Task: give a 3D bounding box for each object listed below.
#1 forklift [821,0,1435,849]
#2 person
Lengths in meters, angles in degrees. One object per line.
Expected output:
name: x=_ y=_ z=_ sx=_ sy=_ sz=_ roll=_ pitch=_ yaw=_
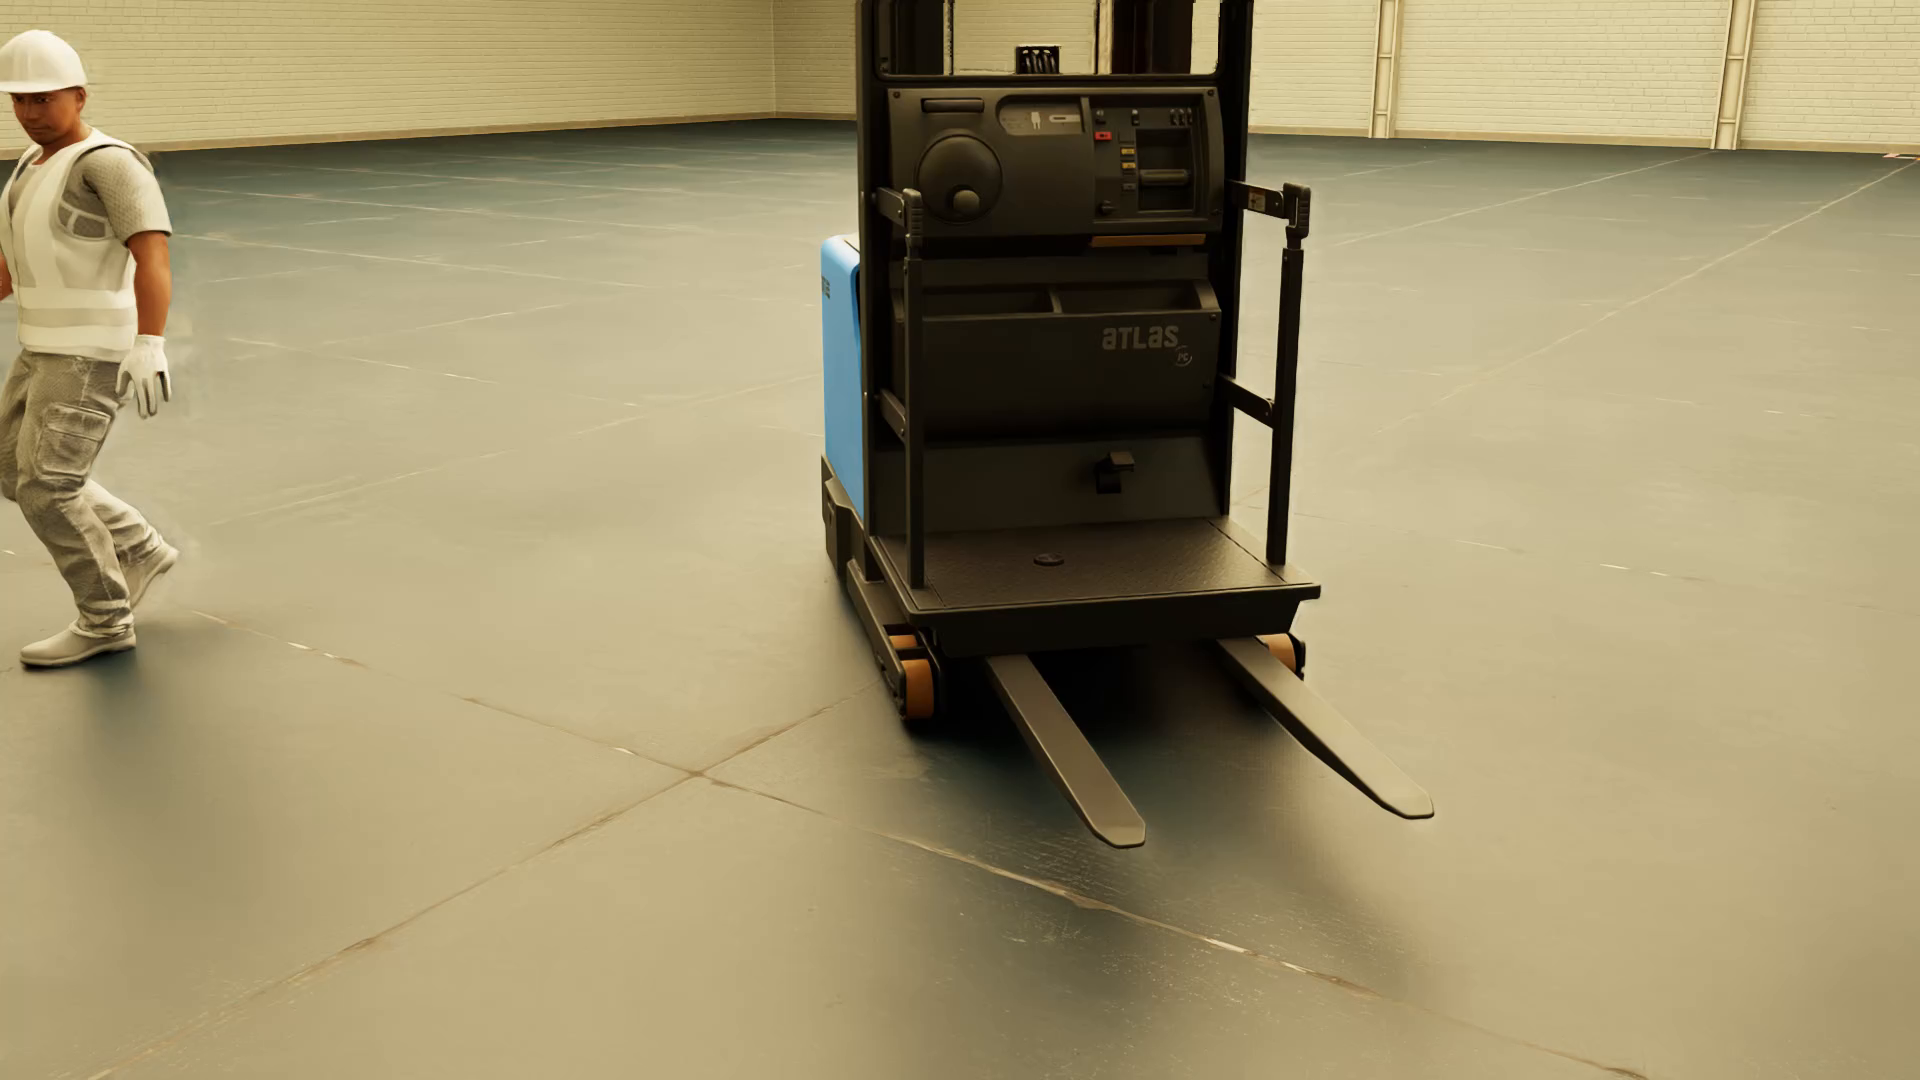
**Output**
forklift: x=0.313 y=-1.045 z=4.327 sx=1.130 sy=2.935 sz=3.031 roll=-3 pitch=17 yaw=-11
person: x=-2.488 y=-0.513 z=4.632 sx=0.530 sy=1.738 sz=0.775 roll=-13 pitch=21 yaw=-36
